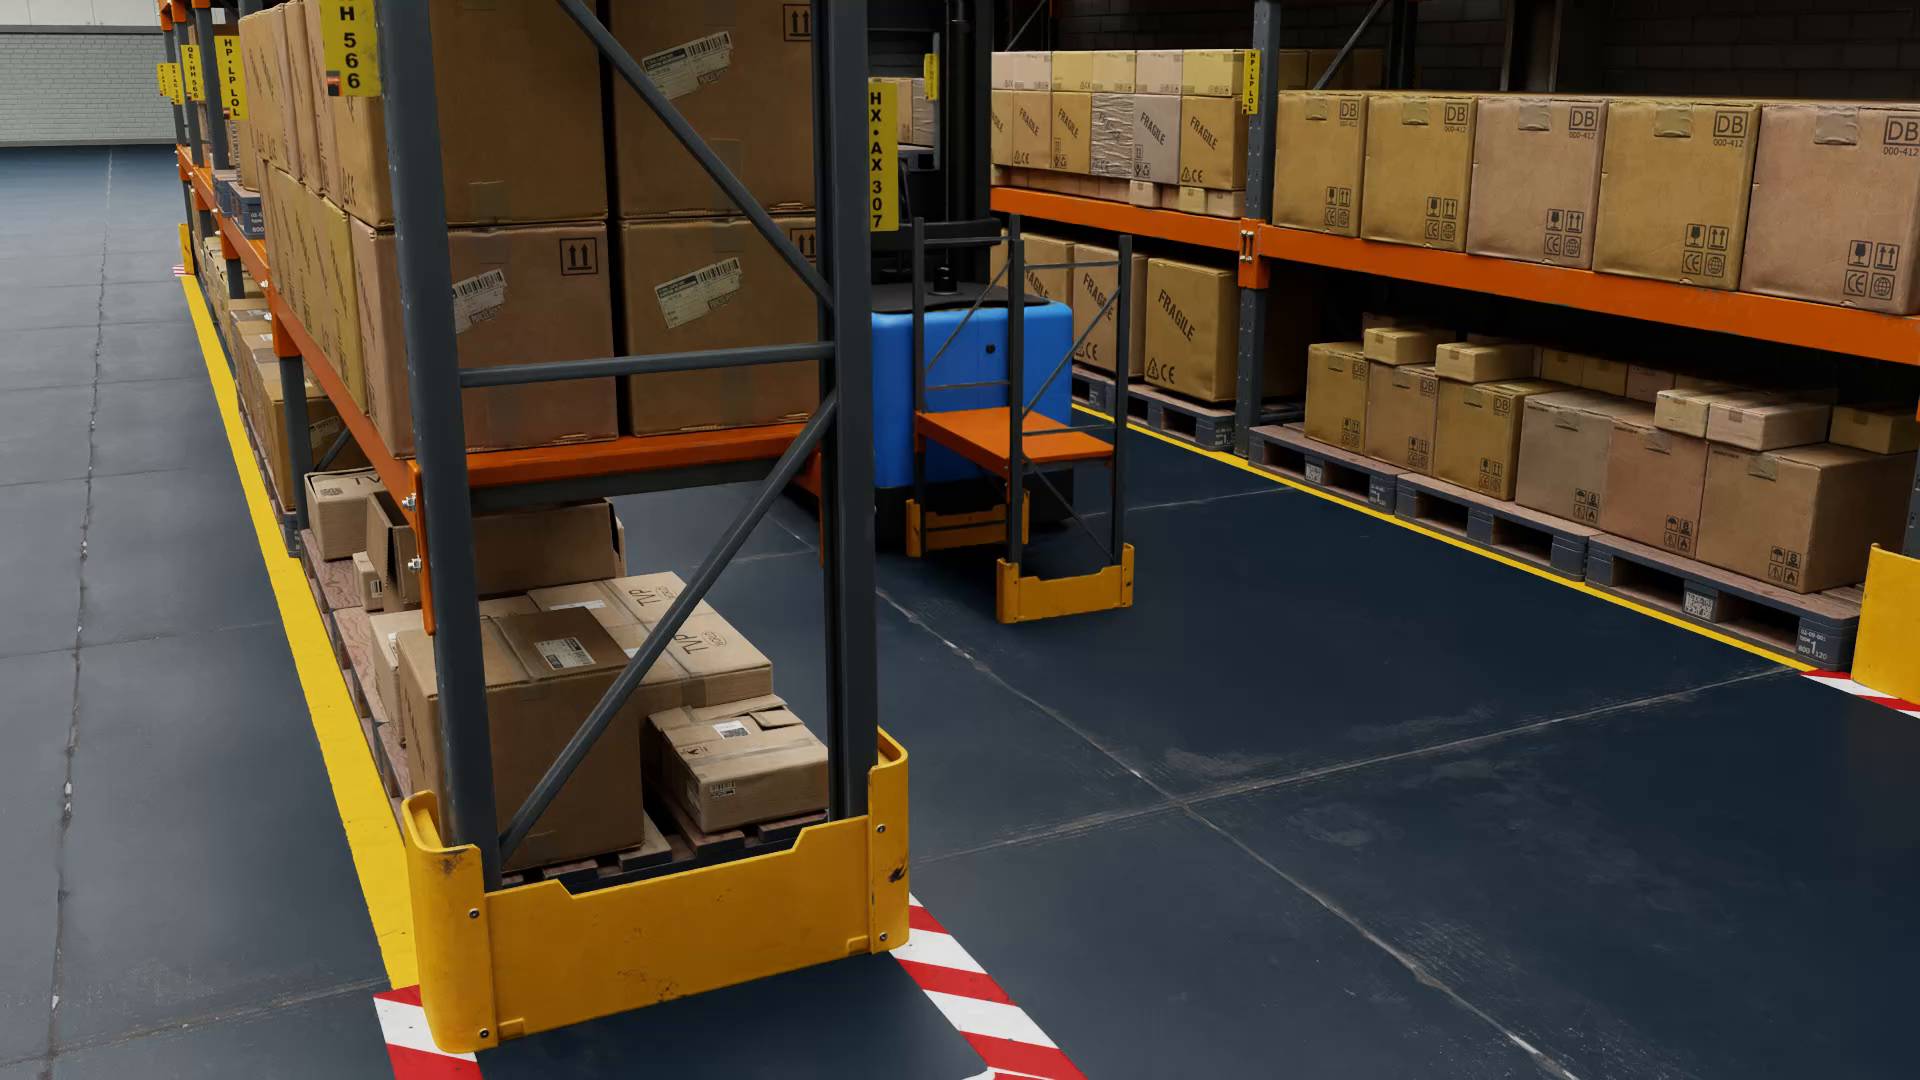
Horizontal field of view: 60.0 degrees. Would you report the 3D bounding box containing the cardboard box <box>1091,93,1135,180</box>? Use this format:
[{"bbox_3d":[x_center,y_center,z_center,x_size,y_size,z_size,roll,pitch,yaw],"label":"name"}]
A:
[{"bbox_3d":[1.151,-2.503,10.279,0.500,0.500,0.500,-8,18,-25],"label":"cardboard box"}]

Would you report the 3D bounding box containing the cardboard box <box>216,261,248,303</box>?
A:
[{"bbox_3d":[-5.082,-1.864,12.013,0.500,0.311,0.500,-8,18,-25],"label":"cardboard box"}]

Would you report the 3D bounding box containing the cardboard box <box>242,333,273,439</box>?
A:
[{"bbox_3d":[-3.553,-0.840,8.973,0.500,0.500,0.500,-8,18,-27],"label":"cardboard box"}]

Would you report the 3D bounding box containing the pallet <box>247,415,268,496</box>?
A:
[{"bbox_3d":[-3.355,-0.528,9.208,1.003,0.211,1.213,-8,18,-25],"label":"pallet"}]

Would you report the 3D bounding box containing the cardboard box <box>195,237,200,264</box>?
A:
[{"bbox_3d":[-7.426,-2.941,16.783,0.500,0.250,0.500,-8,18,-25],"label":"cardboard box"}]

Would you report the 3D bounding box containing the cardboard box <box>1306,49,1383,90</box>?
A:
[{"bbox_3d":[2.058,-2.674,9.516,0.500,0.250,0.500,-7,17,-23],"label":"cardboard box"}]

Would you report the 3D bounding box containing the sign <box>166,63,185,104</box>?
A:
[{"bbox_3d":[-6.429,-3.739,13.628,0.100,0.325,0.005,-8,18,-25],"label":"sign"}]

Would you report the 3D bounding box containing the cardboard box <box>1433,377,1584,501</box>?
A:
[{"bbox_3d":[2.700,-0.518,7.887,0.700,0.500,0.500,-7,18,-24],"label":"cardboard box"}]

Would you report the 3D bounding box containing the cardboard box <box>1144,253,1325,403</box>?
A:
[{"bbox_3d":[1.623,-1.282,9.915,0.750,0.750,0.750,-7,18,-24],"label":"cardboard box"}]

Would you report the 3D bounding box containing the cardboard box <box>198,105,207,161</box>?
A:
[{"bbox_3d":[-6.368,-3.639,14.813,0.700,0.500,0.500,-8,18,-25],"label":"cardboard box"}]

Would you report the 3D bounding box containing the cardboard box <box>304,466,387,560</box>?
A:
[{"bbox_3d":[-2.437,-0.157,6.937,0.500,0.311,0.500,-8,18,-25],"label":"cardboard box"}]

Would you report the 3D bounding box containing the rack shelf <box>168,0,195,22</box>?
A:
[{"bbox_3d":[-5.055,-3.952,11.950,1.077,0.370,4.000,-8,18,-25],"label":"rack shelf"}]

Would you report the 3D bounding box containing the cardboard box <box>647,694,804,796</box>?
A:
[{"bbox_3d":[-0.658,0.567,4.677,0.380,0.166,0.250,-8,18,-25],"label":"cardboard box"}]

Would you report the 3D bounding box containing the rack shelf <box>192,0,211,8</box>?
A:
[{"bbox_3d":[-3.303,-2.960,8.494,1.077,0.370,4.000,-8,18,-25],"label":"rack shelf"}]

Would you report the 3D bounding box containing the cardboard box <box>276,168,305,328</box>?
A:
[{"bbox_3d":[-2.004,-1.006,5.637,0.500,0.500,0.500,-8,18,-25],"label":"cardboard box"}]

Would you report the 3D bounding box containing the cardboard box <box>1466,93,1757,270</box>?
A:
[{"bbox_3d":[2.890,-1.615,7.395,0.980,0.700,0.700,-9,18,-28],"label":"cardboard box"}]

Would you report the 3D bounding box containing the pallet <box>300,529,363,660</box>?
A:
[{"bbox_3d":[-2.126,0.143,6.872,1.003,0.211,1.213,-8,18,-25],"label":"pallet"}]

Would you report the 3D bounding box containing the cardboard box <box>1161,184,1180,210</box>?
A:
[{"bbox_3d":[1.418,-2.036,9.825,0.380,0.149,0.250,-7,17,-23],"label":"cardboard box"}]

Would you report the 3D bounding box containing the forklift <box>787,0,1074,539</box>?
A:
[{"bbox_3d":[-0.505,-1.773,8.617,1.130,2.935,3.031,-7,17,-22],"label":"forklift"}]

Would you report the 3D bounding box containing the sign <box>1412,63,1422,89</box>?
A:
[{"bbox_3d":[2.523,-2.489,9.275,0.100,0.325,0.005,-8,18,-25],"label":"sign"}]

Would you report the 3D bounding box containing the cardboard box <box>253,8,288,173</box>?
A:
[{"bbox_3d":[-2.022,-1.491,5.513,0.500,0.500,0.500,-8,18,-27],"label":"cardboard box"}]

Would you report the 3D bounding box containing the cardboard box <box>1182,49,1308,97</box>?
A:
[{"bbox_3d":[1.590,-2.614,9.305,0.500,0.250,0.500,-7,18,-24],"label":"cardboard box"}]

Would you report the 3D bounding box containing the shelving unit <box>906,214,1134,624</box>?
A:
[{"bbox_3d":[0.232,-0.554,6.961,0.587,1.500,1.083,-7,17,-22],"label":"shelving unit"}]

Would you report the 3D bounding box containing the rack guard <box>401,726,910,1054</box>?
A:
[{"bbox_3d":[-0.707,0.806,4.035,1.175,0.500,0.348,-8,18,-25],"label":"rack guard"}]

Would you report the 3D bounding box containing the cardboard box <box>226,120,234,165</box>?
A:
[{"bbox_3d":[-5.379,-3.077,12.854,0.500,0.500,0.500,-6,17,-21],"label":"cardboard box"}]

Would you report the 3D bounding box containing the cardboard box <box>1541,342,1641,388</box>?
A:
[{"bbox_3d":[2.948,-0.820,7.764,0.380,0.149,0.250,-8,18,-26],"label":"cardboard box"}]

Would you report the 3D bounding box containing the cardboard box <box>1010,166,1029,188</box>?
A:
[{"bbox_3d":[0.573,-2.552,11.624,0.380,0.149,0.250,-8,18,-25],"label":"cardboard box"}]

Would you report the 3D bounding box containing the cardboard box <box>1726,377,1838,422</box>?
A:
[{"bbox_3d":[3.393,-0.568,6.887,0.380,0.149,0.250,-8,18,-25],"label":"cardboard box"}]

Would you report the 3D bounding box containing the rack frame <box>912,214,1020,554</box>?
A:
[{"bbox_3d":[0.029,-0.685,7.419,0.500,1.500,0.032,-7,17,-22],"label":"rack frame"}]

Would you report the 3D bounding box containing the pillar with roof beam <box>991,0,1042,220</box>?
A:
[{"bbox_3d":[-3.389,-5.750,11.473,9.100,9.000,0.400,-8,18,-25],"label":"pillar with roof beam"}]

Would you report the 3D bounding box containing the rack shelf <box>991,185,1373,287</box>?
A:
[{"bbox_3d":[1.149,-2.118,10.997,1.077,0.370,4.000,-8,18,-25],"label":"rack shelf"}]

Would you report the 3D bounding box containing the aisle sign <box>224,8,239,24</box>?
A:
[{"bbox_3d":[-7.448,-5.645,17.271,0.394,0.787,0.004,-8,18,-25],"label":"aisle sign"}]

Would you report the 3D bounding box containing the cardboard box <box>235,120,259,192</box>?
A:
[{"bbox_3d":[-3.256,-2.049,8.510,0.700,0.500,0.500,-13,21,-39],"label":"cardboard box"}]

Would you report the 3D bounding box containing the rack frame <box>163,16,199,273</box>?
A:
[{"bbox_3d":[-7.683,-4.344,17.449,1.000,3.000,0.127,-8,18,-25],"label":"rack frame"}]

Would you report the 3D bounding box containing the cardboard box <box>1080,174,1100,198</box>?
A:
[{"bbox_3d":[0.999,-2.294,10.725,0.380,0.149,0.250,-7,17,-23],"label":"cardboard box"}]

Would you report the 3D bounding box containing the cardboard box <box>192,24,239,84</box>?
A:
[{"bbox_3d":[-6.131,-4.133,14.181,0.700,0.500,0.500,-8,18,-25],"label":"cardboard box"}]

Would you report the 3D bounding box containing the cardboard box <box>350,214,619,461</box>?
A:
[{"bbox_3d":[-1.115,-0.503,3.883,0.500,0.500,0.500,-7,17,-23],"label":"cardboard box"}]

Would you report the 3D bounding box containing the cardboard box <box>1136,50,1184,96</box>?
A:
[{"bbox_3d":[1.375,-2.742,9.751,0.500,0.250,0.500,-7,18,-24],"label":"cardboard box"}]

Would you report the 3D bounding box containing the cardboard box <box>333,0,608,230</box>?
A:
[{"bbox_3d":[-1.116,-0.982,3.741,0.500,0.500,0.500,-8,18,-25],"label":"cardboard box"}]

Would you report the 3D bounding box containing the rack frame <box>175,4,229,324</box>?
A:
[{"bbox_3d":[-5.931,-3.352,13.993,1.000,3.000,0.127,-8,18,-25],"label":"rack frame"}]

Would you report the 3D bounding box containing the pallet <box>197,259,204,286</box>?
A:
[{"bbox_3d":[-7.311,-2.819,17.191,1.003,0.211,1.213,-8,18,-25],"label":"pallet"}]

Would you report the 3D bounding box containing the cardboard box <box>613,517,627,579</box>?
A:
[{"bbox_3d":[-1.593,0.006,6.370,0.500,0.311,0.500,-8,18,-25],"label":"cardboard box"}]

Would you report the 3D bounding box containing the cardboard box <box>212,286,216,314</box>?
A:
[{"bbox_3d":[-5.754,-1.975,13.419,0.500,0.250,0.500,-7,18,-24],"label":"cardboard box"}]

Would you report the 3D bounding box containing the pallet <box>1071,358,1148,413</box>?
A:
[{"bbox_3d":[1.081,-1.113,11.245,1.003,0.211,1.213,-8,18,-25],"label":"pallet"}]

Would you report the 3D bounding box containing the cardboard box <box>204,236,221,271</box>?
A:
[{"bbox_3d":[-5.974,-2.369,13.775,0.500,0.311,0.500,-8,18,-25],"label":"cardboard box"}]

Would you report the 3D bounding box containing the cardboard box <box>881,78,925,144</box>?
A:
[{"bbox_3d":[-0.211,-3.470,13.425,0.700,0.500,0.500,-10,19,-30],"label":"cardboard box"}]

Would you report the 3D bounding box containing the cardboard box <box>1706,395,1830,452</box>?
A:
[{"bbox_3d":[3.161,-0.459,6.508,0.380,0.149,0.250,-8,18,-26],"label":"cardboard box"}]

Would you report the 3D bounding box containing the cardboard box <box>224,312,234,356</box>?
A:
[{"bbox_3d":[-4.857,-1.469,11.654,0.500,0.250,0.500,-8,18,-26],"label":"cardboard box"}]

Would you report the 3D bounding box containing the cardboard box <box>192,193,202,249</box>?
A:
[{"bbox_3d":[-6.994,-3.052,15.813,0.500,0.500,0.500,-8,18,-25],"label":"cardboard box"}]
